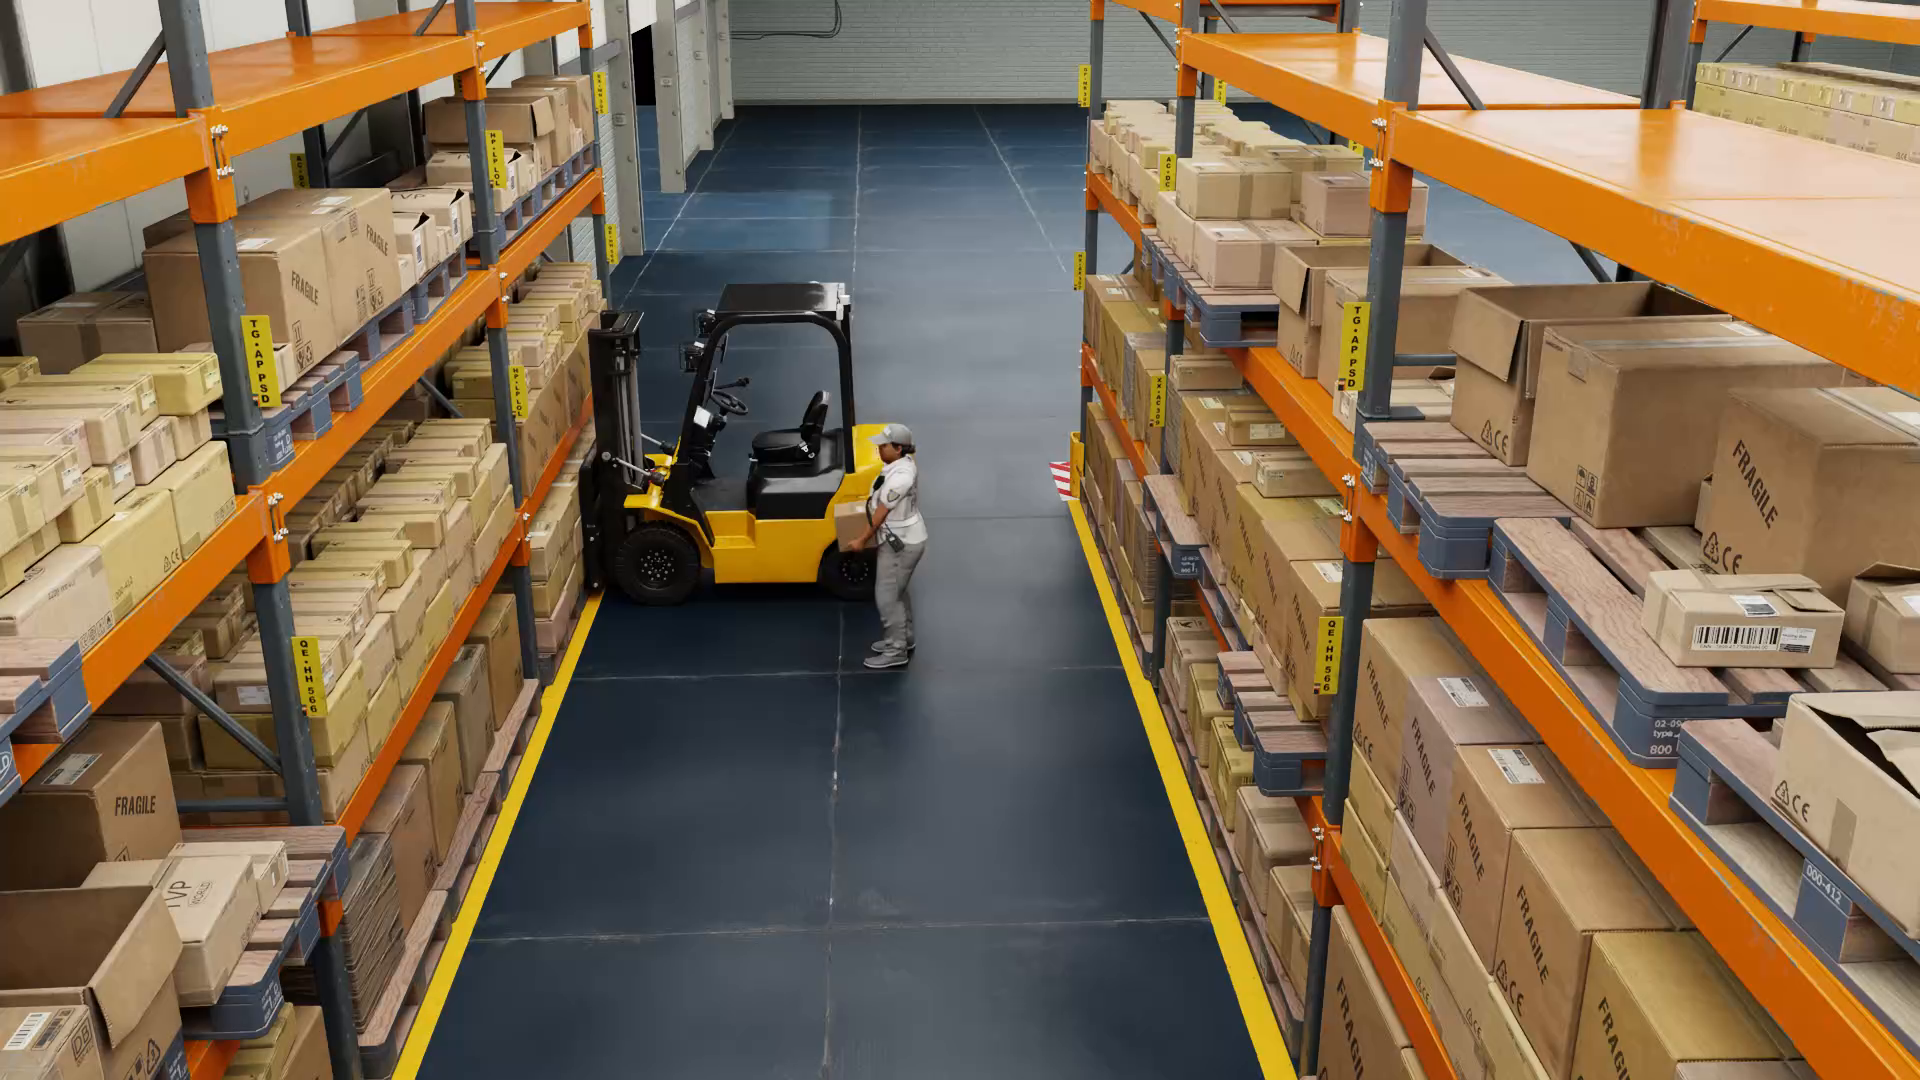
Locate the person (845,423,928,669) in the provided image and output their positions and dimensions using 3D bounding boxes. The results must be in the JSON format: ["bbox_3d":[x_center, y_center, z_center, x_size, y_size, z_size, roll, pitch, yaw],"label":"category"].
[{"bbox_3d":[-0.489,0.029,11.011,0.545,1.664,0.452,-1,21,-4],"label":"person"}]
